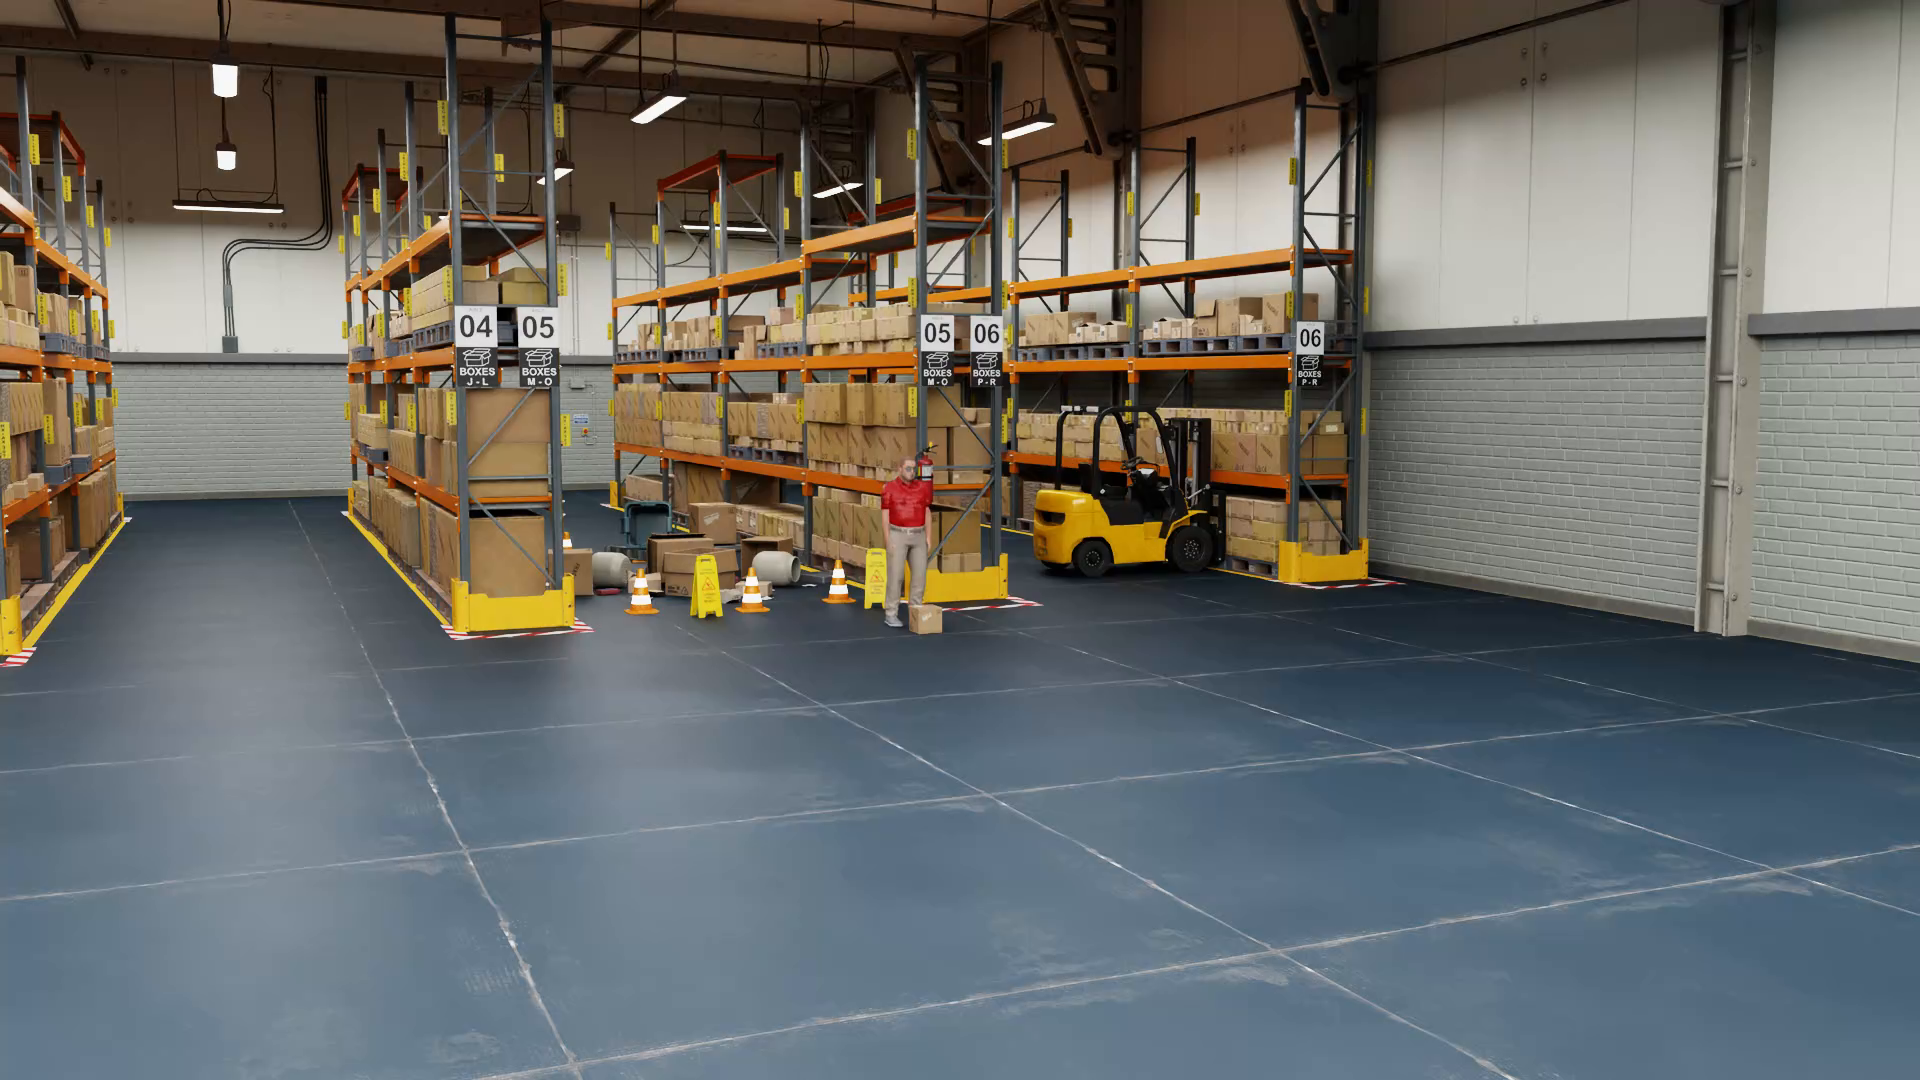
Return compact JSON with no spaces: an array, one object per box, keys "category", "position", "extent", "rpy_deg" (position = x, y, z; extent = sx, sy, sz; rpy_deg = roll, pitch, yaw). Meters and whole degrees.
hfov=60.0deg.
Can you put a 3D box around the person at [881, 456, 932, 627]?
[{"category":"person","position":[-0.522,0.009,16.804],"extent":[0.528,1.721,0.360],"rpy_deg":[-2,6,-23]}]
